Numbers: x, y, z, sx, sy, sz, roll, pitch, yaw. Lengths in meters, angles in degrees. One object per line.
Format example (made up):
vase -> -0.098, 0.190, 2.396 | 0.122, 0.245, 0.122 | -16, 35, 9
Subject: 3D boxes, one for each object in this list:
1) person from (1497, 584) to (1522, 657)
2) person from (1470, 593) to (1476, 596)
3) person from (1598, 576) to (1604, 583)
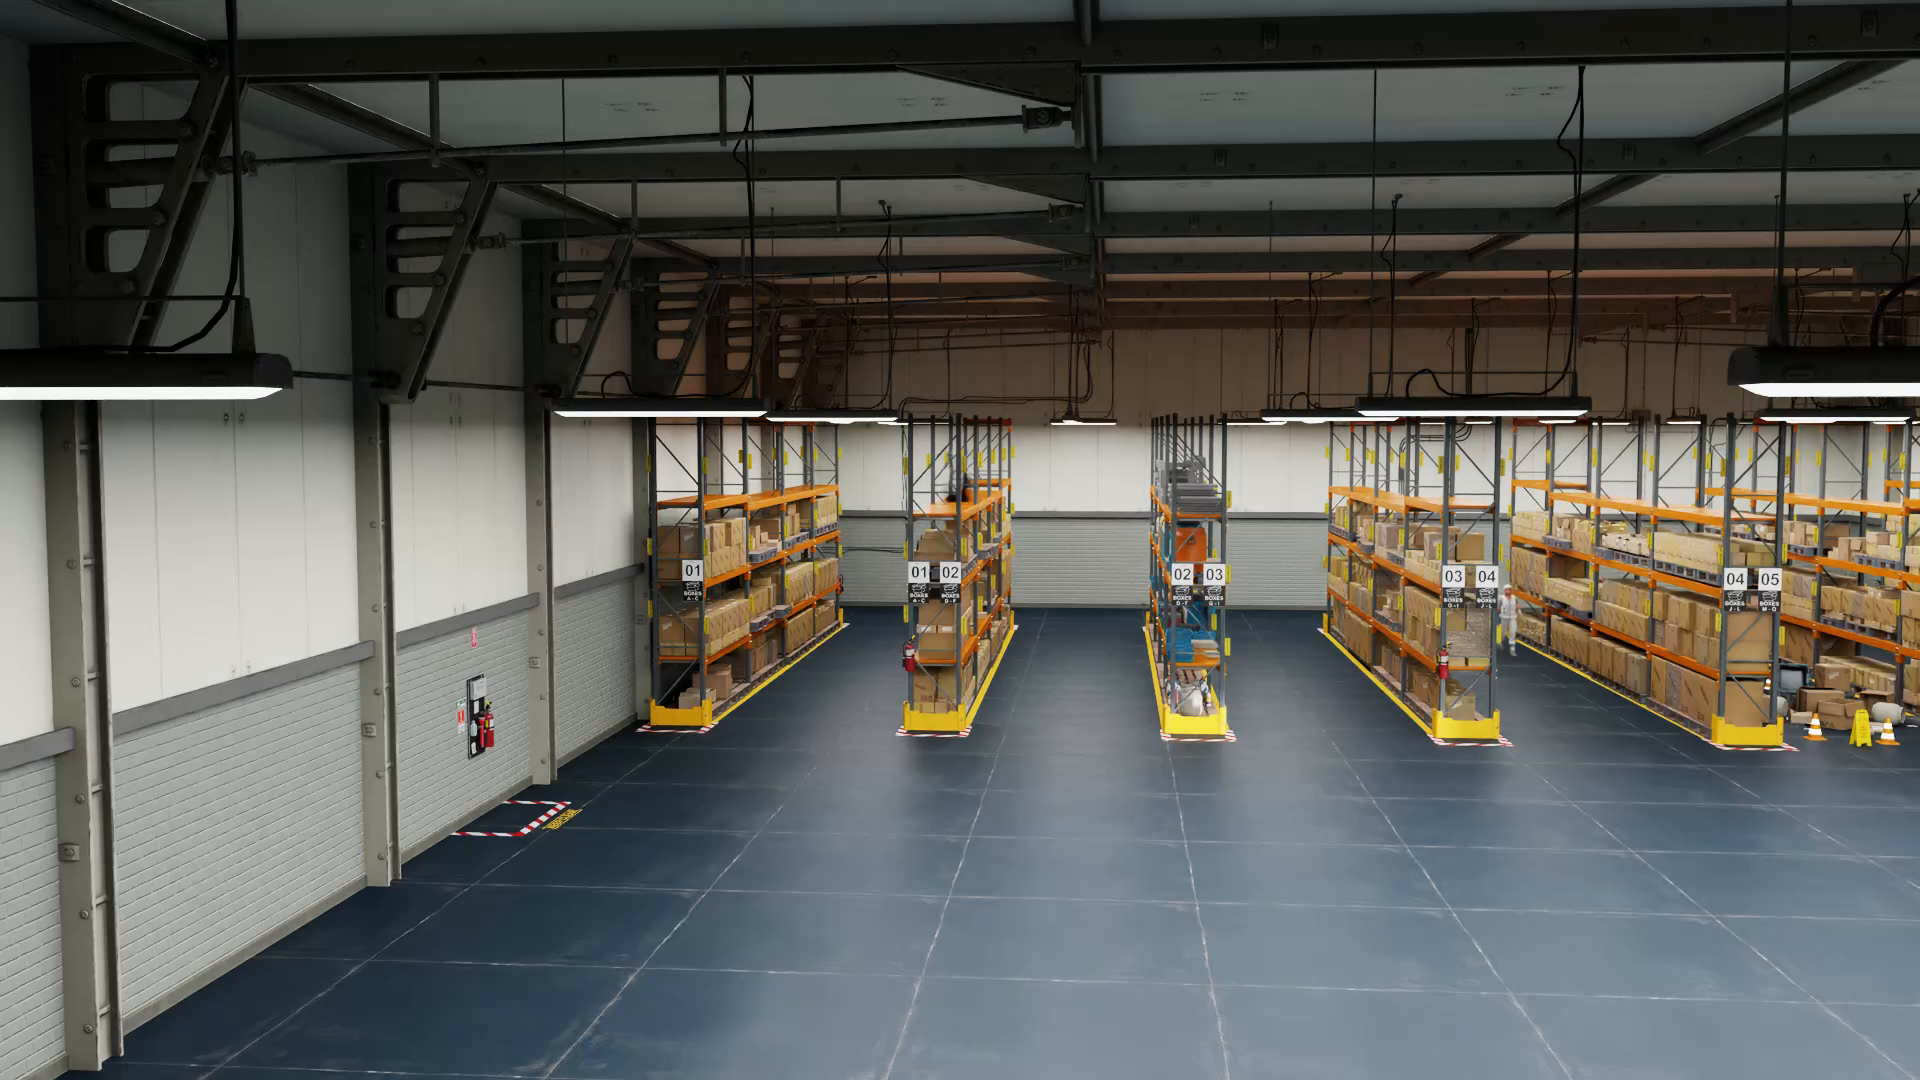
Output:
person -> 13.814, 1.999, 41.870 | 0.672, 1.762, 1.049 | 0, 4, 4
person -> 14.520, 1.669, 46.931 | 1.079, 1.759, 0.708 | -1, 4, -16
person -> 17.254, 1.819, 44.902 | 0.656, 1.707, 0.969 | -1, 4, -11
